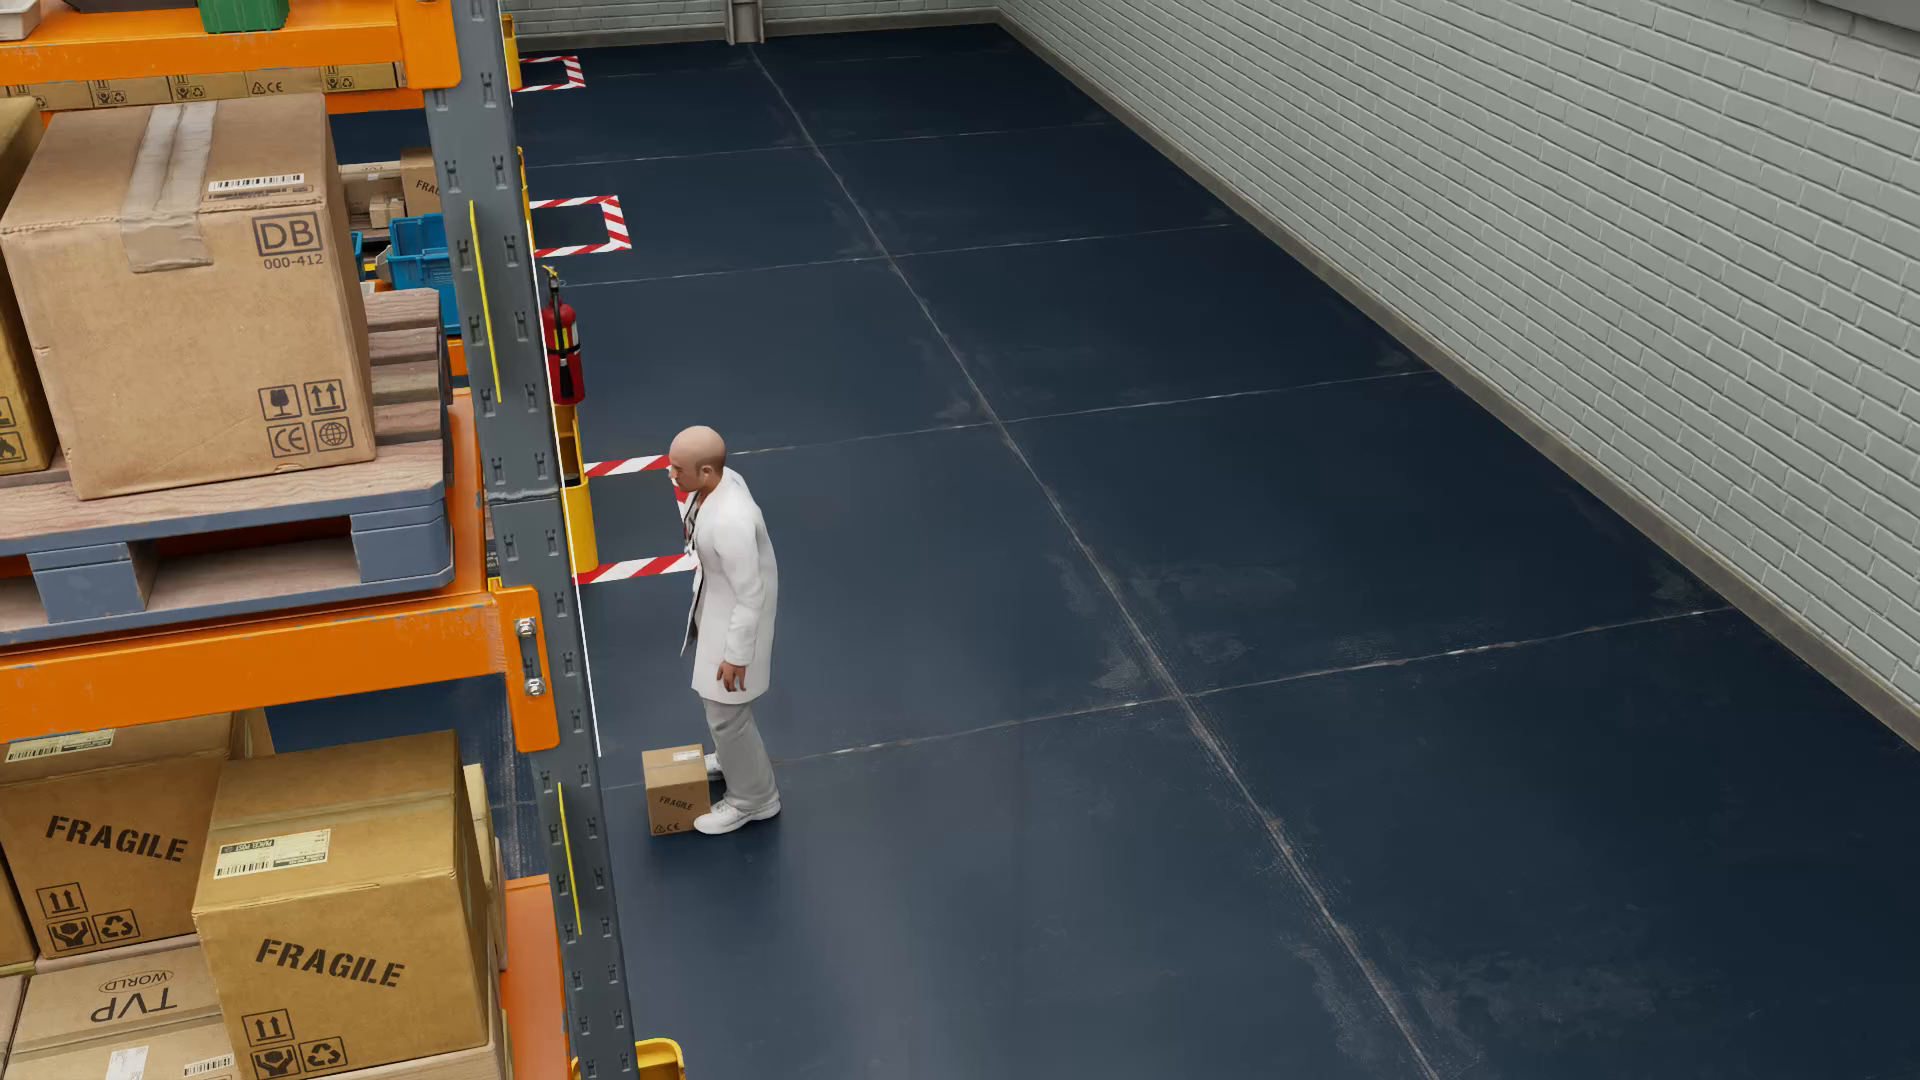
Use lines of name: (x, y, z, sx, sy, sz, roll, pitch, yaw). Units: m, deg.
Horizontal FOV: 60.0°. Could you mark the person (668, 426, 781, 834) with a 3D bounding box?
person: (-0.929, 0.339, 6.555, 0.429, 1.772, 0.646, -10, 31, -16)
